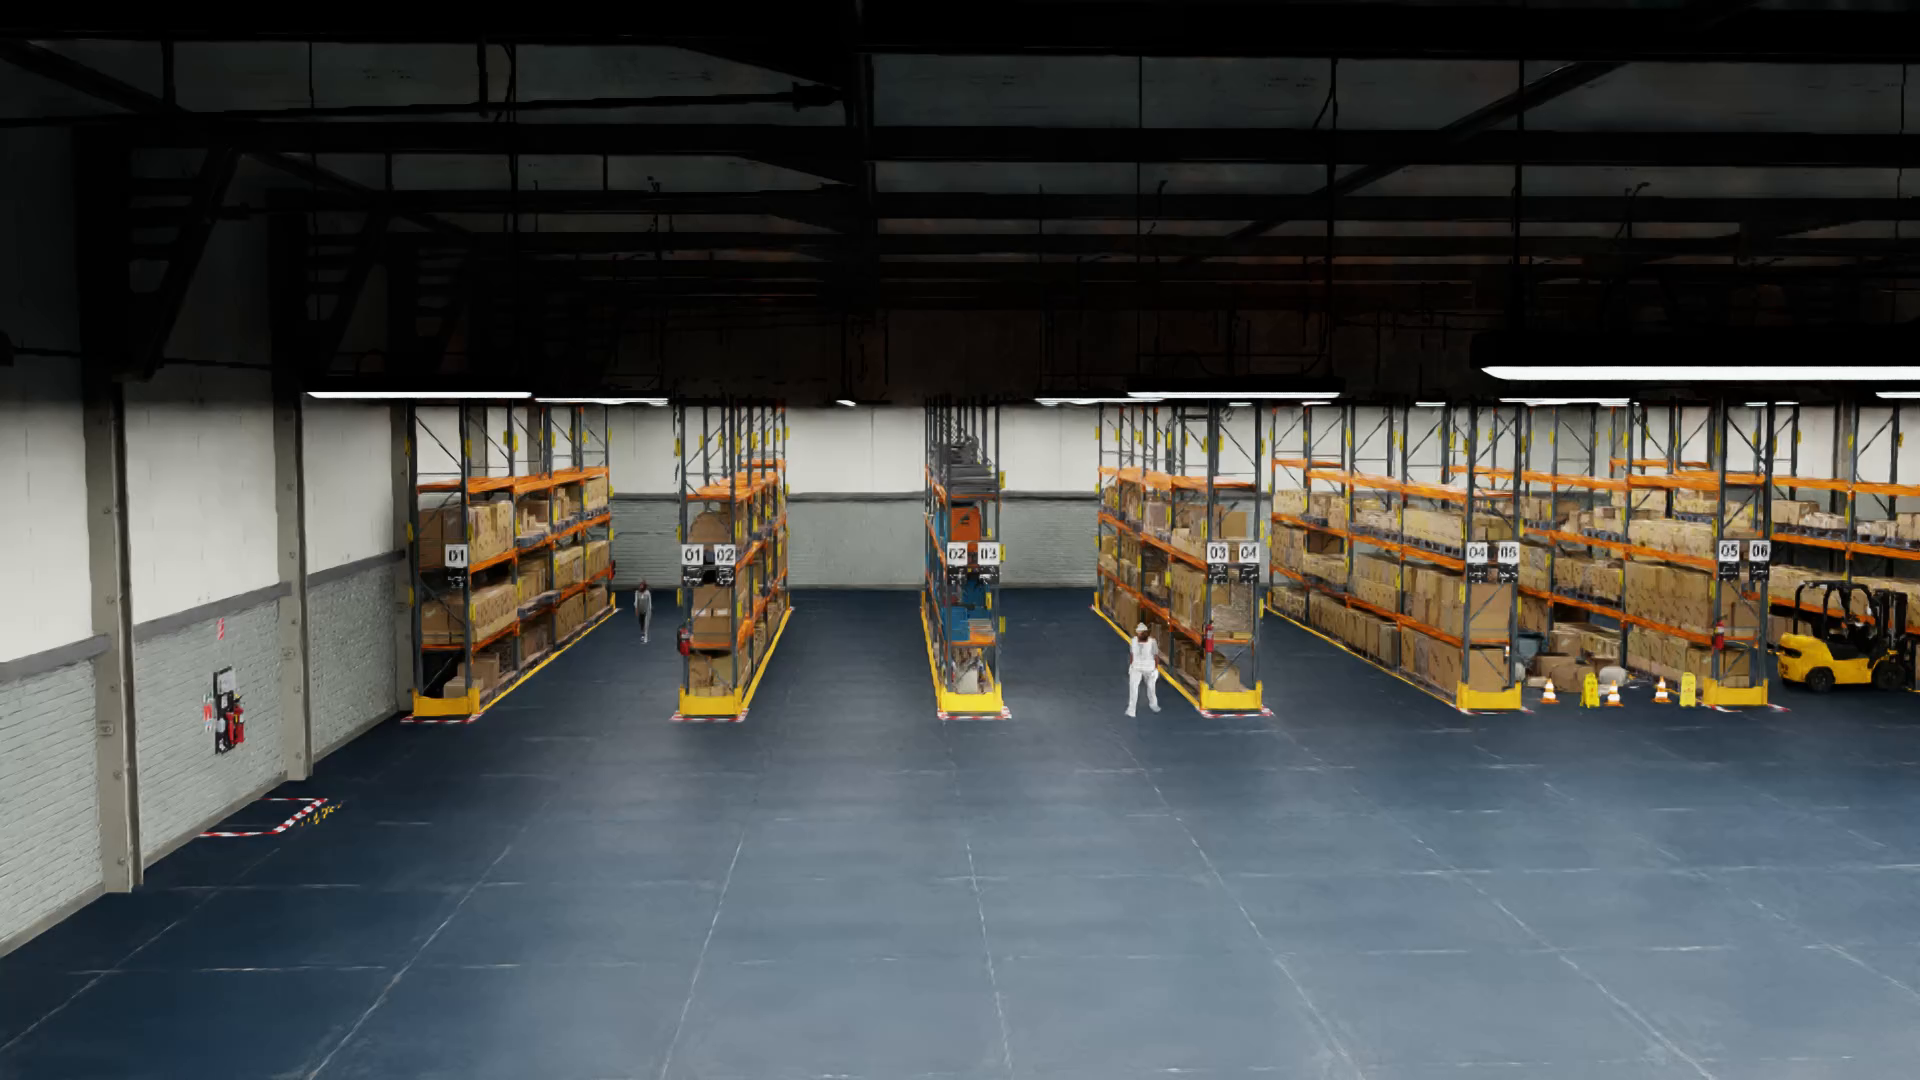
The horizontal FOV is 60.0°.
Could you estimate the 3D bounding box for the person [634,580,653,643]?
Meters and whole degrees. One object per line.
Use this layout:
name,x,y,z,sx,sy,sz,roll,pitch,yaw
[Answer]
person,-7.759,1.736,40.711,0.417,1.517,1.036,0,5,0

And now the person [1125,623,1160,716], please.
person,3.430,2.408,31.140,0.606,1.741,0.981,2,5,20
